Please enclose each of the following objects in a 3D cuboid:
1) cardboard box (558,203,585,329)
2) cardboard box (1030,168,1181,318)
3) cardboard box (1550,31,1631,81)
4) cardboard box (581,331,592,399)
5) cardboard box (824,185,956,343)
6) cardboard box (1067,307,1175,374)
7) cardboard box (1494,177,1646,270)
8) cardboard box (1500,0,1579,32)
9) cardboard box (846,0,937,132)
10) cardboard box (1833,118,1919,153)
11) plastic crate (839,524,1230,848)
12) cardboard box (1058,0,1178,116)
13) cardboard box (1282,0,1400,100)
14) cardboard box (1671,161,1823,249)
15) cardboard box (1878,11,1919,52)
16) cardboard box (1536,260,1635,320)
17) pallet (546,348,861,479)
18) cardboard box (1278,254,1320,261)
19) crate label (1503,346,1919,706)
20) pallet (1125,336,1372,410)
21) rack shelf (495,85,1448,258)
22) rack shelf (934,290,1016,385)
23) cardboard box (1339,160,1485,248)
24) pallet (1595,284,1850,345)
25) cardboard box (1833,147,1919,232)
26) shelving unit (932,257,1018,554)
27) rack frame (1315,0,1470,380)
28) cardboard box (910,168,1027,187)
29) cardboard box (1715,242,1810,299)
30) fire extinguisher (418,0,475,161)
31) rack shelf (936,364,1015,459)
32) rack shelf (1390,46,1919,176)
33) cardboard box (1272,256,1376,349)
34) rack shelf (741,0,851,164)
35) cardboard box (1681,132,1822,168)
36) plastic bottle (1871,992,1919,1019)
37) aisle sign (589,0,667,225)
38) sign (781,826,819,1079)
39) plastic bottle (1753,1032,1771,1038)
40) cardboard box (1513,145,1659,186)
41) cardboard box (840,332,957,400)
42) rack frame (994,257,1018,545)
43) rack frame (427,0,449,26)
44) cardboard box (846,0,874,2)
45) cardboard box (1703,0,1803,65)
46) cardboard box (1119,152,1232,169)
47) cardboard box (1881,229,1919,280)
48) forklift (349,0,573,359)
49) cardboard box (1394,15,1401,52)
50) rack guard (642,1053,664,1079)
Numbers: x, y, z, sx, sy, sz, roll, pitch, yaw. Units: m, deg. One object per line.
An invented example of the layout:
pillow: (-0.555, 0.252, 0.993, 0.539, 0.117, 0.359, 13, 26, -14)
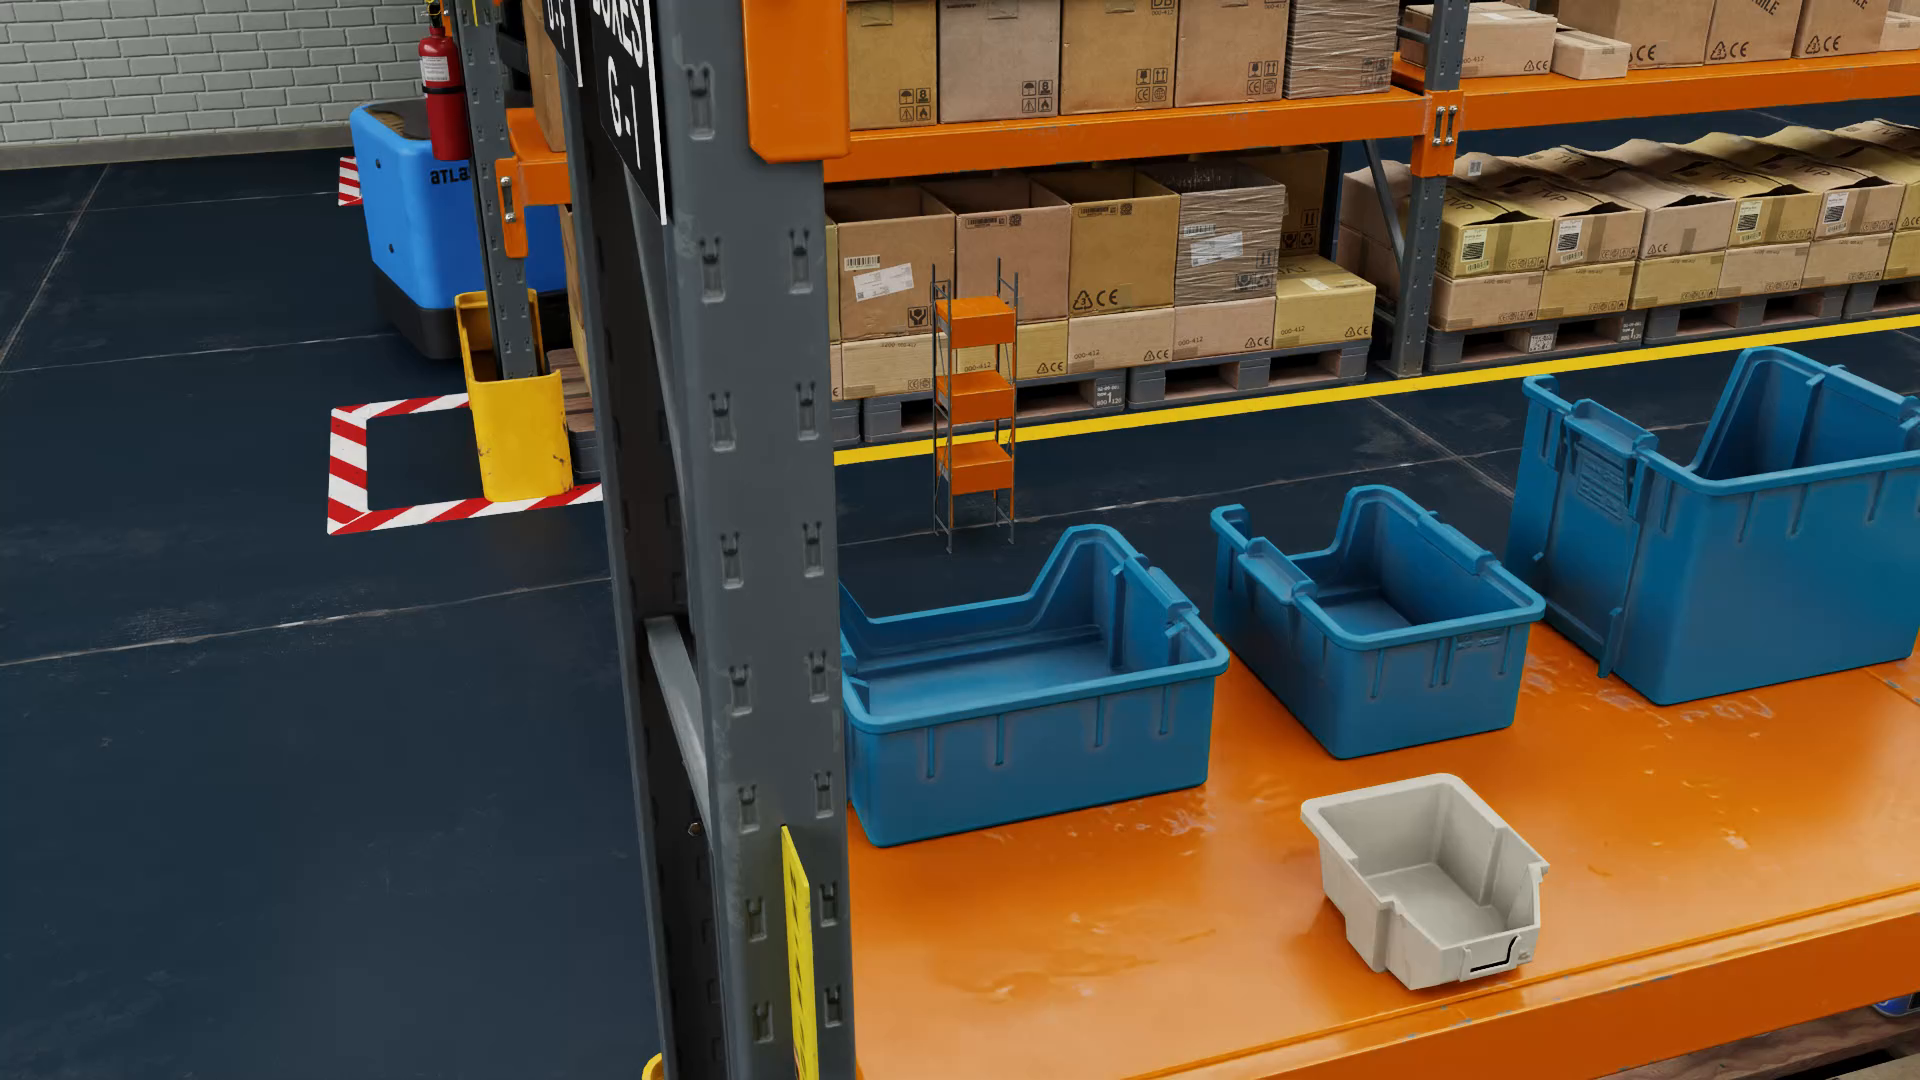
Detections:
cardboard box: (-1.437, -1.250, 7.170, 0.500, 0.500, 0.500, -8, 28, -16)
cardboard box: (0.622, -1.310, 7.292, 0.500, 0.500, 0.500, -8, 28, -16)
cardboard box: (2.854, -2.231, 7.654, 0.250, 0.149, 0.380, -8, 28, -16)
cardboard box: (-1.276, -0.694, 6.894, 0.500, 0.250, 0.500, -8, 28, -16)
cardboard box: (-0.330, -1.174, 7.017, 0.500, 0.500, 0.500, -8, 28, -16)
cardboard box: (0.626, -0.969, 7.448, 0.500, 0.250, 0.500, -8, 28, -16)
cardboard box: (2.896, -1.534, 7.956, 0.500, 0.311, 0.500, -9, 28, -17)
cardboard box: (2.727, -2.447, 7.956, 0.258, 0.266, 0.396, -9, 28, -17)
cardboard box: (-0.435, -2.001, 6.796, 0.500, 0.500, 0.700, -8, 28, -16)
cardboard box: (5.163, -2.119, 9.134, 0.500, 0.311, 0.500, -7, 27, -14)
plastic crate: (0.059, 0.209, 2.624, 0.616, 0.251, 0.499, -8, 28, -16)
cardboard box: (0.551, -2.146, 7.088, 0.500, 0.500, 0.700, -8, 27, -15)
cardboard box: (1.528, -2.289, 7.376, 0.500, 0.500, 0.700, -9, 28, -17)
cardboard box: (3.880, -1.680, 8.250, 0.500, 0.311, 0.500, -7, 27, -15)
cardboard box: (4.557, -2.547, 8.290, 0.250, 0.149, 0.380, -6, 27, -12)
cardboard box: (2.895, -1.285, 8.086, 0.500, 0.250, 0.500, -8, 27, -15)
pallet: (-1.141, -0.632, 7.285, 1.213, 0.211, 1.003, -8, 28, -16)
cardboard box: (1.413, -1.329, 8.174, 0.500, 0.250, 0.500, -8, 28, -16)
crate label: (1.342, -0.046, 2.930, 0.616, 0.435, 0.502, -8, 28, -16)
pallet: (1.179, -0.968, 7.961, 1.213, 0.211, 1.003, -8, 28, -16)
rack shelf: (0.047, -1.711, 7.131, 4.000, 0.370, 1.077, -8, 28, -16)
rack shelf: (0.051, -0.722, 5.910, 0.240, 0.259, 0.215, -8, 28, -16)
cardboard box: (2.245, -1.693, 8.276, 0.500, 0.311, 0.500, -8, 28, -16)
pallet: (3.799, -1.347, 8.726, 1.213, 0.211, 1.003, -8, 28, -16)
cardboard box: (4.838, -1.816, 8.524, 0.500, 0.311, 0.500, -9, 28, -17)
shelving unit: (0.051, -0.478, 6.031, 0.252, 1.050, 0.215, -8, 28, -16)
rack frame: (1.948, -2.308, 7.526, 0.127, 3.000, 1.000, -8, 28, -16)
cardboard box: (-0.015, -1.462, 7.598, 0.500, 0.500, 0.500, -8, 28, -16)
cardboard box: (3.871, -1.428, 8.372, 0.500, 0.250, 0.500, -8, 27, -15)
fire extinguisher: (-2.111, -1.903, 6.797, 0.183, 0.674, 0.296, -8, 28, -16)
rack shelf: (0.051, -0.468, 6.036, 0.240, 0.259, 0.215, -8, 28, -16)
rack shelf: (3.850, -2.261, 8.241, 4.000, 0.370, 1.077, -8, 28, -16)
cardboard box: (1.575, -1.109, 7.730, 0.500, 0.250, 0.500, -8, 28, -16)
rack shelf: (1.577, -0.959, 2.245, 4.000, 0.370, 1.077, -8, 28, -16)
cardboard box: (4.180, -1.974, 8.842, 0.500, 0.311, 0.500, -9, 28, -17)
plastic bottle: (2.069, 0.889, 3.655, 0.135, 0.276, 0.152, -8, 28, -16)
aisle sign: (-0.302, -0.693, 1.350, 0.004, 0.787, 0.394, -8, 28, -16)
sign: (-0.158, 0.447, 1.666, 0.005, 0.325, 0.100, -8, 28, -16)
plastic bottle: (1.722, 0.963, 3.588, 0.097, 0.201, 0.097, 0, 26, 0)
cardboard box: (3.213, -1.835, 8.562, 0.500, 0.311, 0.500, -8, 28, -16)
cardboard box: (-0.326, -0.833, 7.174, 0.500, 0.250, 0.500, -8, 28, -16)
rack frame: (0.167, -0.494, 6.065, 0.008, 1.050, 0.200, -8, 28, -16)
rack frame: (-3.393, -3.851, 10.635, 0.127, 3.000, 1.000, -8, 28, -16)
cardboard box: (-0.434, -2.199, 6.463, 0.250, 0.149, 0.380, -9, 28, -18)
cardboard box: (3.661, -2.593, 7.988, 0.500, 0.500, 0.500, -8, 28, -16)
cardboard box: (0.937, -1.597, 7.870, 0.500, 0.500, 0.500, -8, 28, -16)
cardboard box: (4.838, -1.568, 8.654, 0.500, 0.250, 0.500, -9, 28, -17)
forklift: (-1.459, -2.629, 8.250, 3.031, 2.935, 1.130, -15, 30, -28)
cardboard box: (3.020, -3.888, 13.024, 0.500, 0.500, 0.700, -8, 28, -16)
rack guard: (-0.267, 1.427, 2.814, 0.348, 0.500, 1.175, -8, 28, -16)
